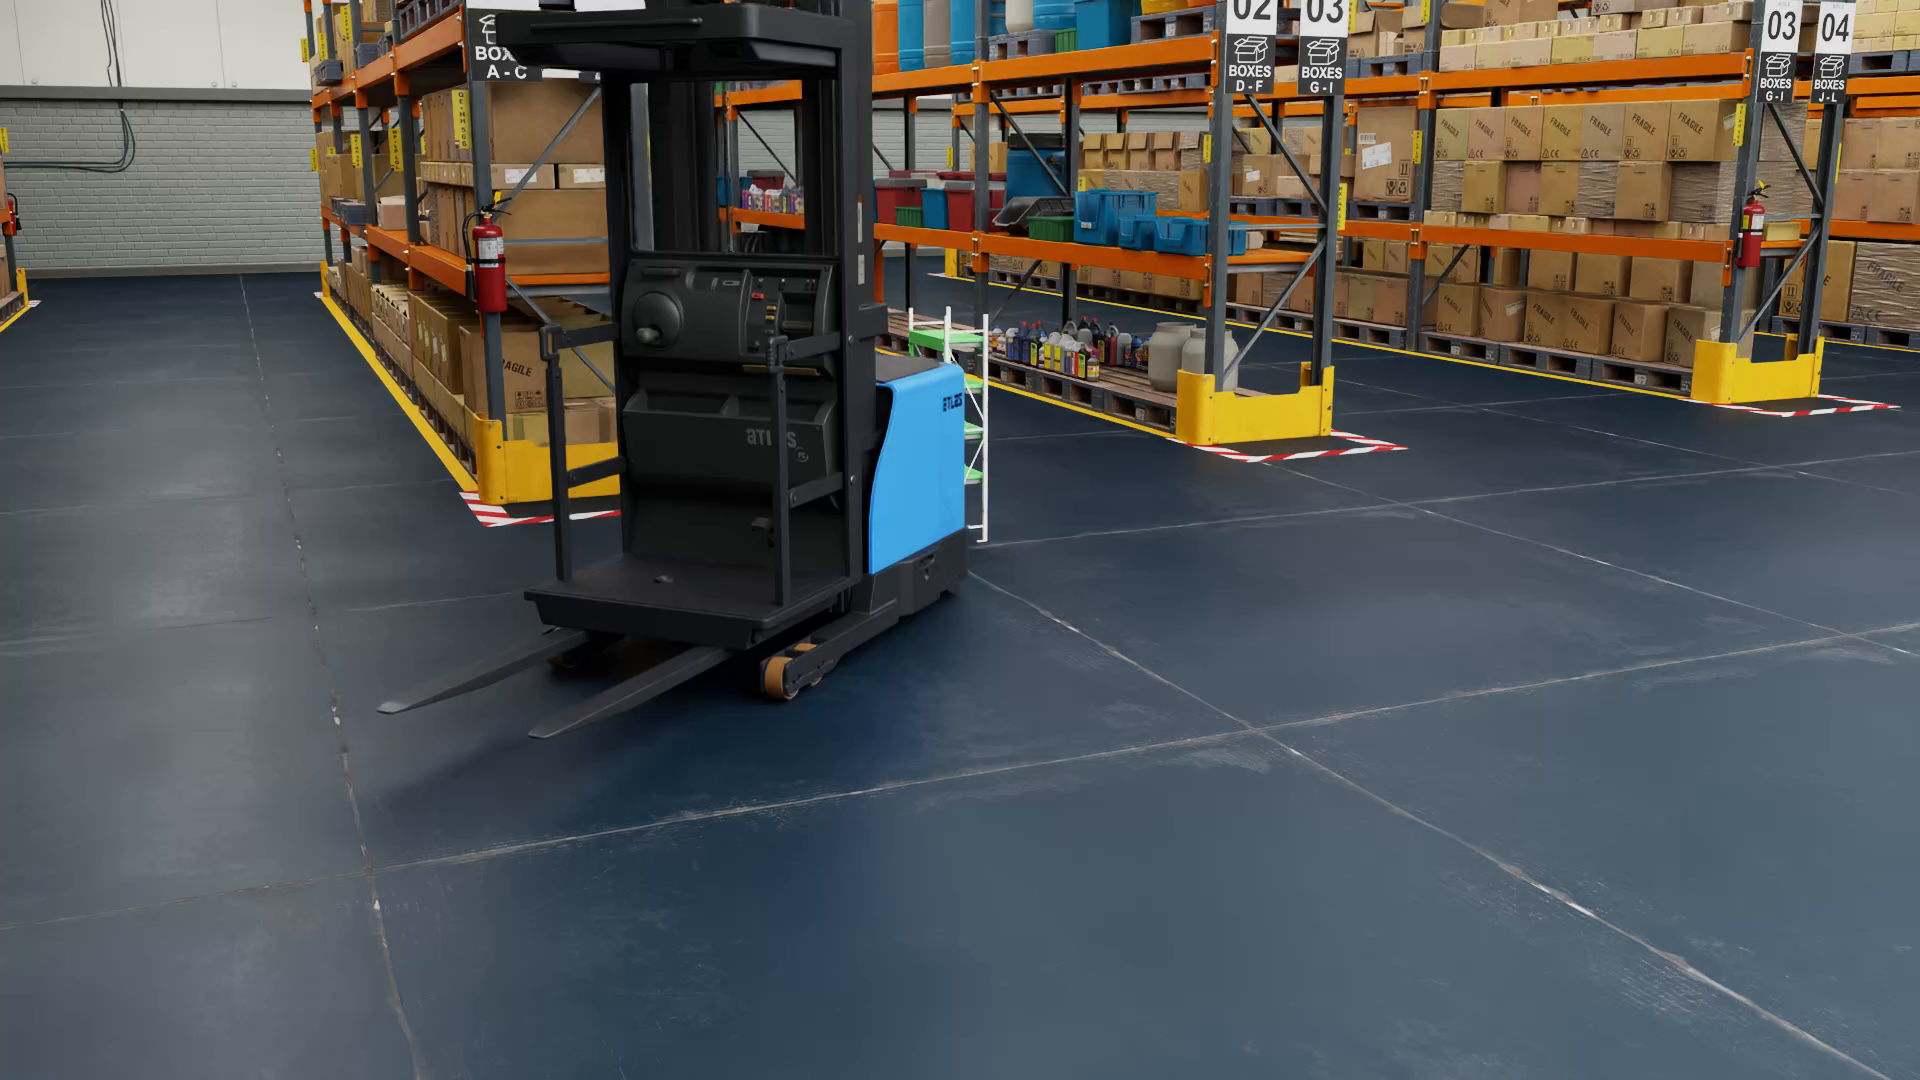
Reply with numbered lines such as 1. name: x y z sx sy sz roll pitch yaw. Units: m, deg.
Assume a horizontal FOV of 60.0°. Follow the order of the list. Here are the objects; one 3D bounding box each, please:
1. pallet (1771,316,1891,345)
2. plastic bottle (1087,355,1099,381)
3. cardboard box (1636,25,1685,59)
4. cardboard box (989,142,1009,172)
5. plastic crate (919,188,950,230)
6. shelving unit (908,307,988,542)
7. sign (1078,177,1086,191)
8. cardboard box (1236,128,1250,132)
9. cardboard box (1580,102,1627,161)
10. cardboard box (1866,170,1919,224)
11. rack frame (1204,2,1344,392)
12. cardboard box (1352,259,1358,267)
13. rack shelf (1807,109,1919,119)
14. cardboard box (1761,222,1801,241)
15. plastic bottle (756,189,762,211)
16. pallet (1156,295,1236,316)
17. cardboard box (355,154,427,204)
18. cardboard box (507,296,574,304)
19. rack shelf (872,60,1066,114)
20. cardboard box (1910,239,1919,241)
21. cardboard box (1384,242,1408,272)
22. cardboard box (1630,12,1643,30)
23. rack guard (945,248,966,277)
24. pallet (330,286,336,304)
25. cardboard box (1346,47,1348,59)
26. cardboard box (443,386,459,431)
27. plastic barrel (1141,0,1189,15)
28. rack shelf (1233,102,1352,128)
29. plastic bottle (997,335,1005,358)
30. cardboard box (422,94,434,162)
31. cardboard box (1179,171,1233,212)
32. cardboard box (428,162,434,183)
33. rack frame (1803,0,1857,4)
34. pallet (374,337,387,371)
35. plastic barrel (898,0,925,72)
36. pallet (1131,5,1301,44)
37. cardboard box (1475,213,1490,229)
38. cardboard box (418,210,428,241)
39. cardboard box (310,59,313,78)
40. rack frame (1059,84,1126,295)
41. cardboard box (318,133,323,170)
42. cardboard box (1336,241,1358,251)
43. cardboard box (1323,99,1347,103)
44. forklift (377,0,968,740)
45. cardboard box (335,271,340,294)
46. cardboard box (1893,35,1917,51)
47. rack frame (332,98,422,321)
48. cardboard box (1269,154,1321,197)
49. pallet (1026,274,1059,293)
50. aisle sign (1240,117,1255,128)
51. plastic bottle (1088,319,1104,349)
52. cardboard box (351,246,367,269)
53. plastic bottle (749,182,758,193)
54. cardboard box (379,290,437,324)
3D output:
1. pallet: 9.970 -2.381 18.691 1.003 0.211 1.213 -6 14 -23
2. plastic bottle: 1.079 -1.394 13.471 0.097 0.201 0.097 0 13 0
3. cardboard box: 6.126 -4.218 14.124 0.500 0.250 0.500 -6 14 -23
4. cardboard box: 0.704 -6.060 26.411 0.500 0.500 0.500 -6 14 -24
5. plastic crate: -0.113 -3.222 16.173 0.392 0.384 0.575 -6 14 -23
6. shelving unit: -0.066 -0.619 8.882 0.258 1.200 0.503 -6 14 -23
7. sign: 1.123 -3.212 15.481 0.100 0.325 0.005 -6 14 -23
8. cardboard box: 5.075 -6.844 28.688 0.500 0.500 0.500 -5 14 -21
9. cardboard box: 5.904 -3.629 14.798 0.500 0.500 0.500 -6 14 -23
10. cardboard box: 10.246 -3.668 17.734 0.875 0.550 0.550 -6 14 -23
11. rack frame: 2.216 -2.203 11.737 1.000 3.000 0.127 -6 14 -23
12. cardboard box: 6.575 -4.532 27.189 0.380 0.149 0.250 -5 14 -21
13. rack shelf: 16.376 -7.172 28.147 1.077 0.370 4.000 -6 14 -23
14. cardboard box: 6.859 -2.609 14.046 0.380 0.149 0.250 -6 14 -23
15. plastic bottle: -2.586 -4.388 21.461 0.097 0.271 0.097 0 13 0
16. pallet: 3.303 -3.115 21.859 1.003 0.211 1.213 -6 14 -23
17. cardboard box: -5.884 -3.783 17.408 0.700 0.500 0.500 -12 18 -42
18. cardboard box: -3.147 -1.530 12.331 0.500 0.500 0.500 -6 14 -23
19. rack shelf: -0.187 -4.554 16.836 1.077 0.370 4.000 -6 14 -23
20. cardboard box: 16.407 -4.915 28.064 0.500 0.500 0.500 -5 14 -21
21. cardboard box: 6.799 -4.258 25.227 0.500 0.500 0.500 -5 14 -20
22. cardboard box: 6.043 -4.485 14.393 0.380 0.149 0.250 -5 14 -22
23. rack guard: 0.336 -4.743 28.256 1.175 0.500 0.348 -6 14 -23
24. pallet: -8.382 -3.523 23.625 1.003 0.211 1.213 -6 14 -23
25. cardboard box: 4.310 -5.407 18.516 0.380 0.166 0.250 -6 14 -25
26. cardboard box: -3.222 -0.911 11.320 0.500 0.250 0.500 -6 14 -23
27. plastic barrel: 1.643 -4.185 12.298 0.600 0.588 0.600 0 13 0
28. rack shelf: 5.732 -7.081 27.755 1.077 0.370 4.000 -6 14 -23
29. plastic bottle: 0.381 -1.754 15.027 0.097 0.201 0.097 0 13 0
30. cardboard box: -3.742 -3.173 12.827 0.700 0.500 0.500 -6 14 -23
31. cardboard box: 3.125 -4.432 21.144 0.500 0.500 0.500 -5 14 -21
32. cardboard box: -3.790 -2.770 12.524 0.380 0.149 0.250 -6 14 -24
33. rack frame: 9.737 -6.827 18.409 1.000 3.000 0.127 -6 14 -23
34. pallet: -5.234 -1.877 16.513 1.003 0.211 1.213 -6 14 -23
35. plastic barrel: -0.312 -5.091 16.450 0.600 0.901 0.708 -6 14 -23
36. pallet: 1.975 -3.752 12.197 1.003 0.211 1.213 -6 14 -23
37. cardboard box: 5.285 -3.130 16.299 0.380 0.149 0.250 -6 14 -23
38. cardboard box: -4.446 -2.683 14.106 0.396 0.266 0.258 -6 14 -24
39. cardboard box: -8.766 -6.564 23.152 0.500 0.250 0.500 -6 14 -23
40. rack frame: 1.948 -5.130 24.382 1.000 3.000 0.127 -6 14 -23
41. cardboard box: -8.580 -5.375 23.003 0.500 0.500 0.500 -5 14 -22
42. cardboard box: 6.152 -4.712 26.650 0.380 0.149 0.250 -5 14 -21
43. cardboard box: 6.089 -7.022 26.239 0.500 0.250 0.500 -5 14 -22
44. forklift: -1.012 -0.934 6.404 1.130 2.935 3.031 6 14 23
45. cardboard box: -7.919 -3.387 21.840 0.500 0.311 0.500 -6 14 -23
46. cardboard box: 9.981 -5.180 17.352 0.380 0.149 0.250 -6 14 -24
47. rack frame: -7.131 -4.236 20.519 1.000 3.000 0.127 -6 14 -23
48. cardboard box: 4.118 -4.342 19.827 0.700 0.500 0.500 -3 13 -15
49. pallet: 1.715 -3.935 25.406 1.003 0.211 1.213 -6 14 -23
50. aisle sign: 5.176 -7.692 29.687 0.394 0.787 0.004 -6 14 -23
51. plastic bottle: 1.213 -1.807 14.923 0.144 0.351 0.185 -6 15 -26
52. cardboard box: -6.760 -3.269 19.247 0.500 0.250 0.500 -6 14 -23
53. plastic bottle: -2.730 -4.548 21.978 0.144 0.351 0.185 -6 14 -23
54. cardboard box: -5.167 -2.200 15.644 0.500 0.311 0.500 -6 14 -24
